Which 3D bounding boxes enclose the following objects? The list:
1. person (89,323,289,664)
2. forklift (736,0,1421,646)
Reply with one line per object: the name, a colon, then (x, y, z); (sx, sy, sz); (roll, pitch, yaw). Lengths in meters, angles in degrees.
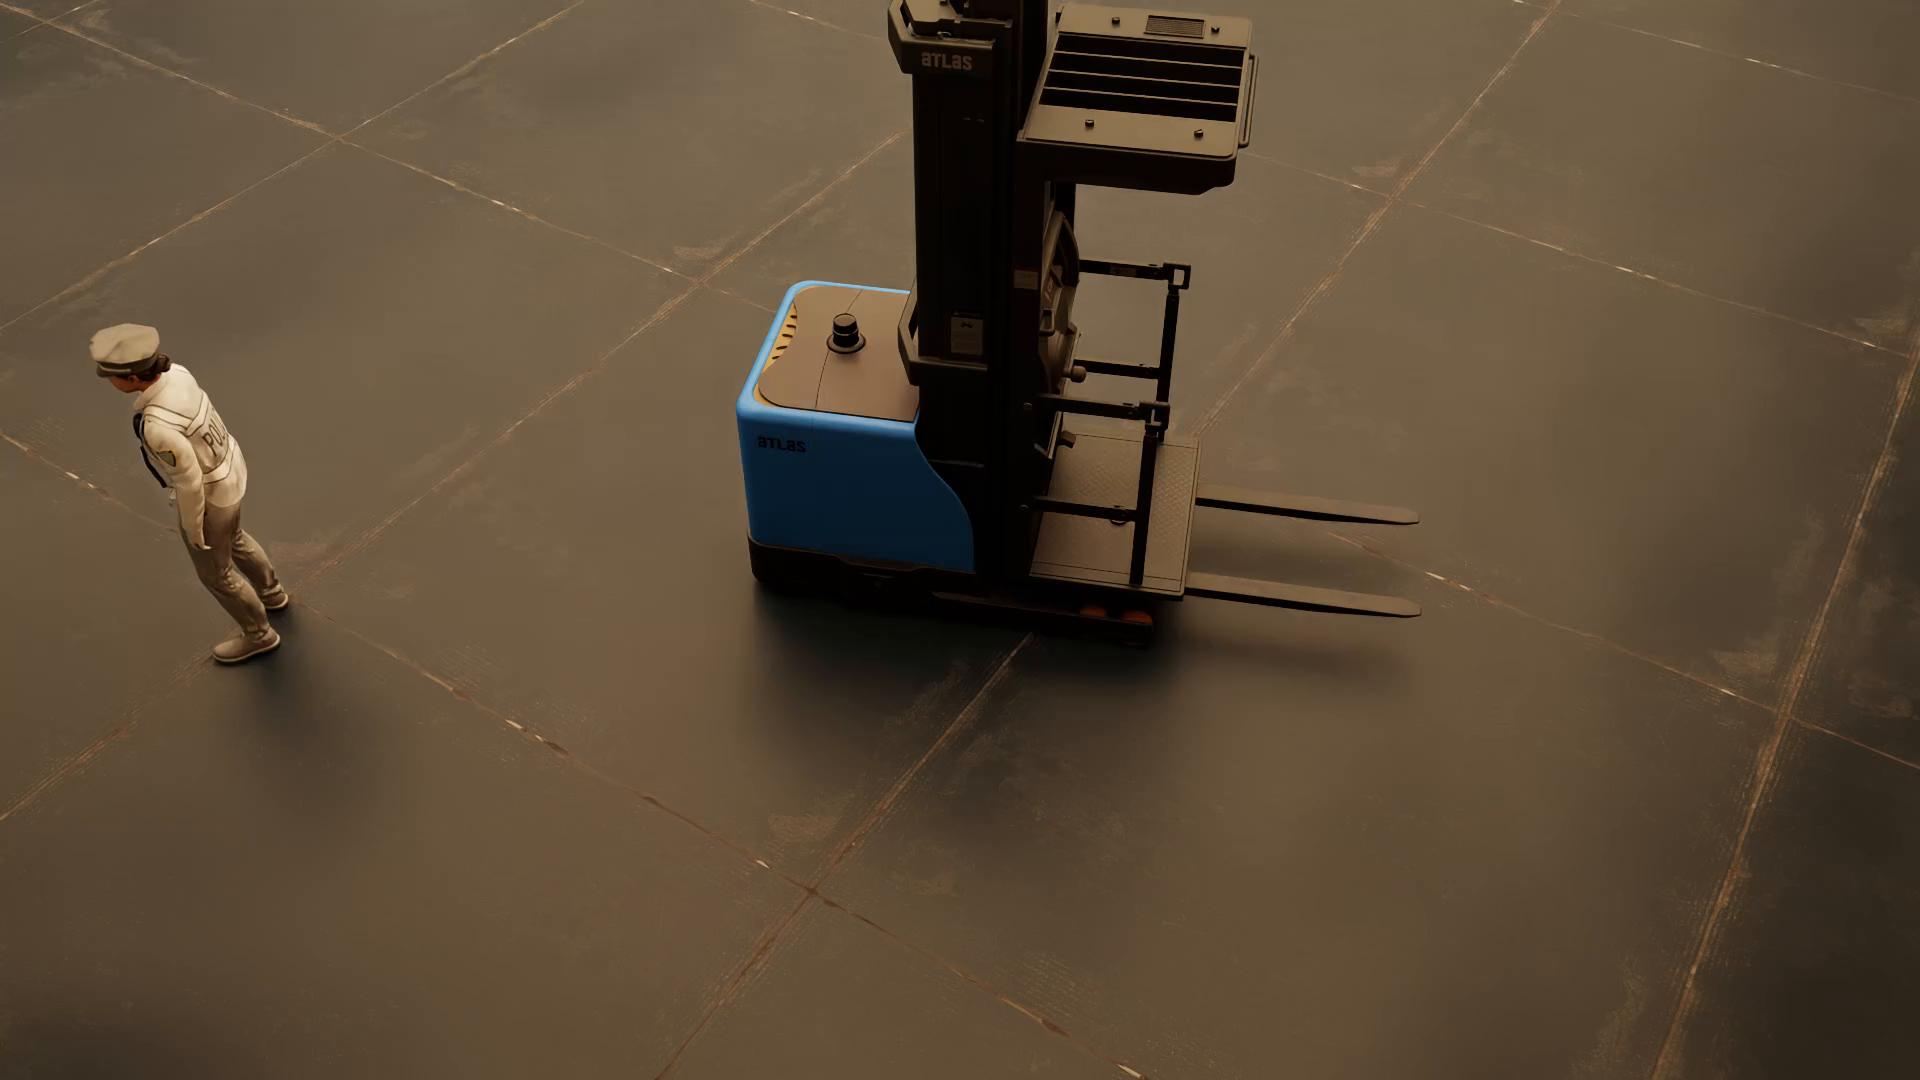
person: (-3.177, -0.193, 6.978); (0.371, 1.664, 0.530); (-7, 44, -8)
forklift: (0.598, -0.987, 6.890); (3.031, 2.935, 1.130); (7, 44, 8)
